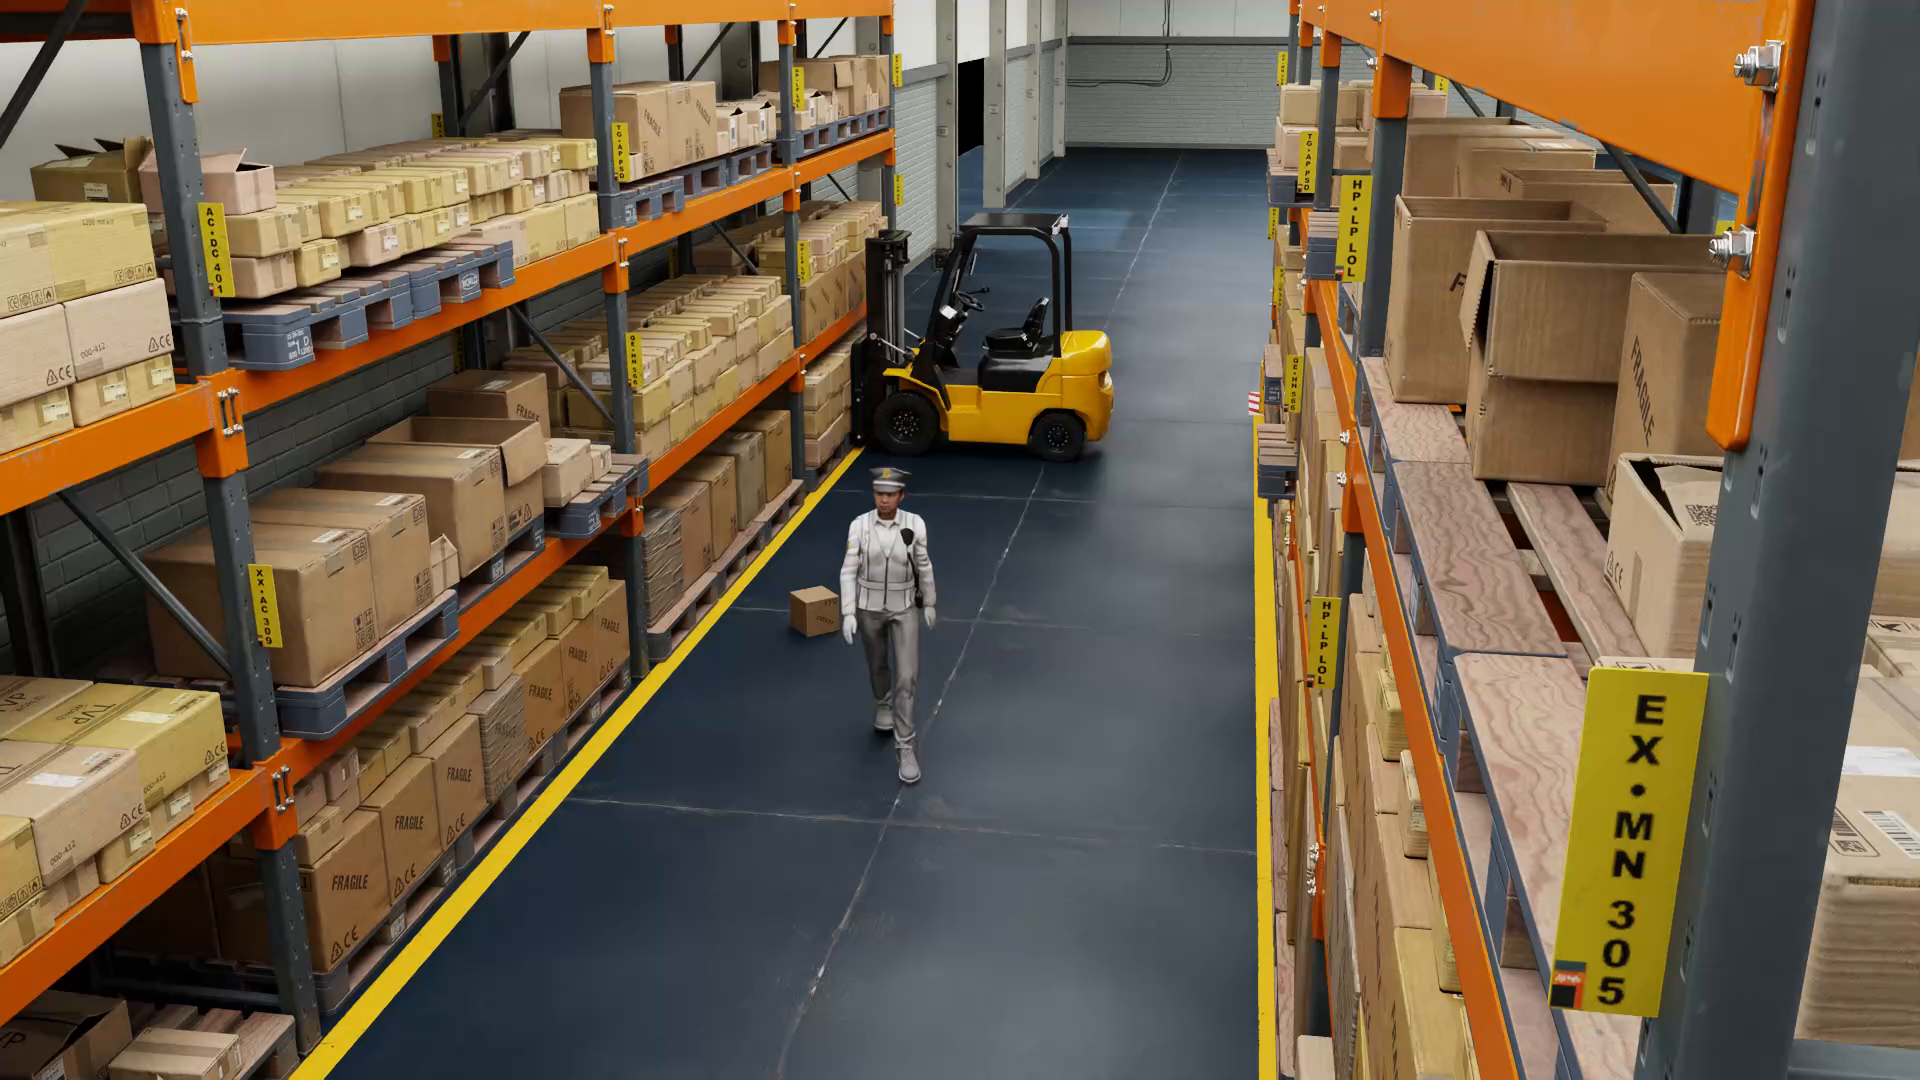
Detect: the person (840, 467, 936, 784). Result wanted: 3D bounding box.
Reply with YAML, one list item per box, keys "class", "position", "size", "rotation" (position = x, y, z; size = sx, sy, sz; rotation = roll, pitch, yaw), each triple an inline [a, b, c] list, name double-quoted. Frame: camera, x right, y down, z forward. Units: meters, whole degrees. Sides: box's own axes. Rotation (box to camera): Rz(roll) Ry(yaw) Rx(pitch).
- class: "person"
  position: [-0.408, 0.399, 9.237]
  size: [0.523, 1.651, 0.921]
  rotation: [1, 18, 4]
